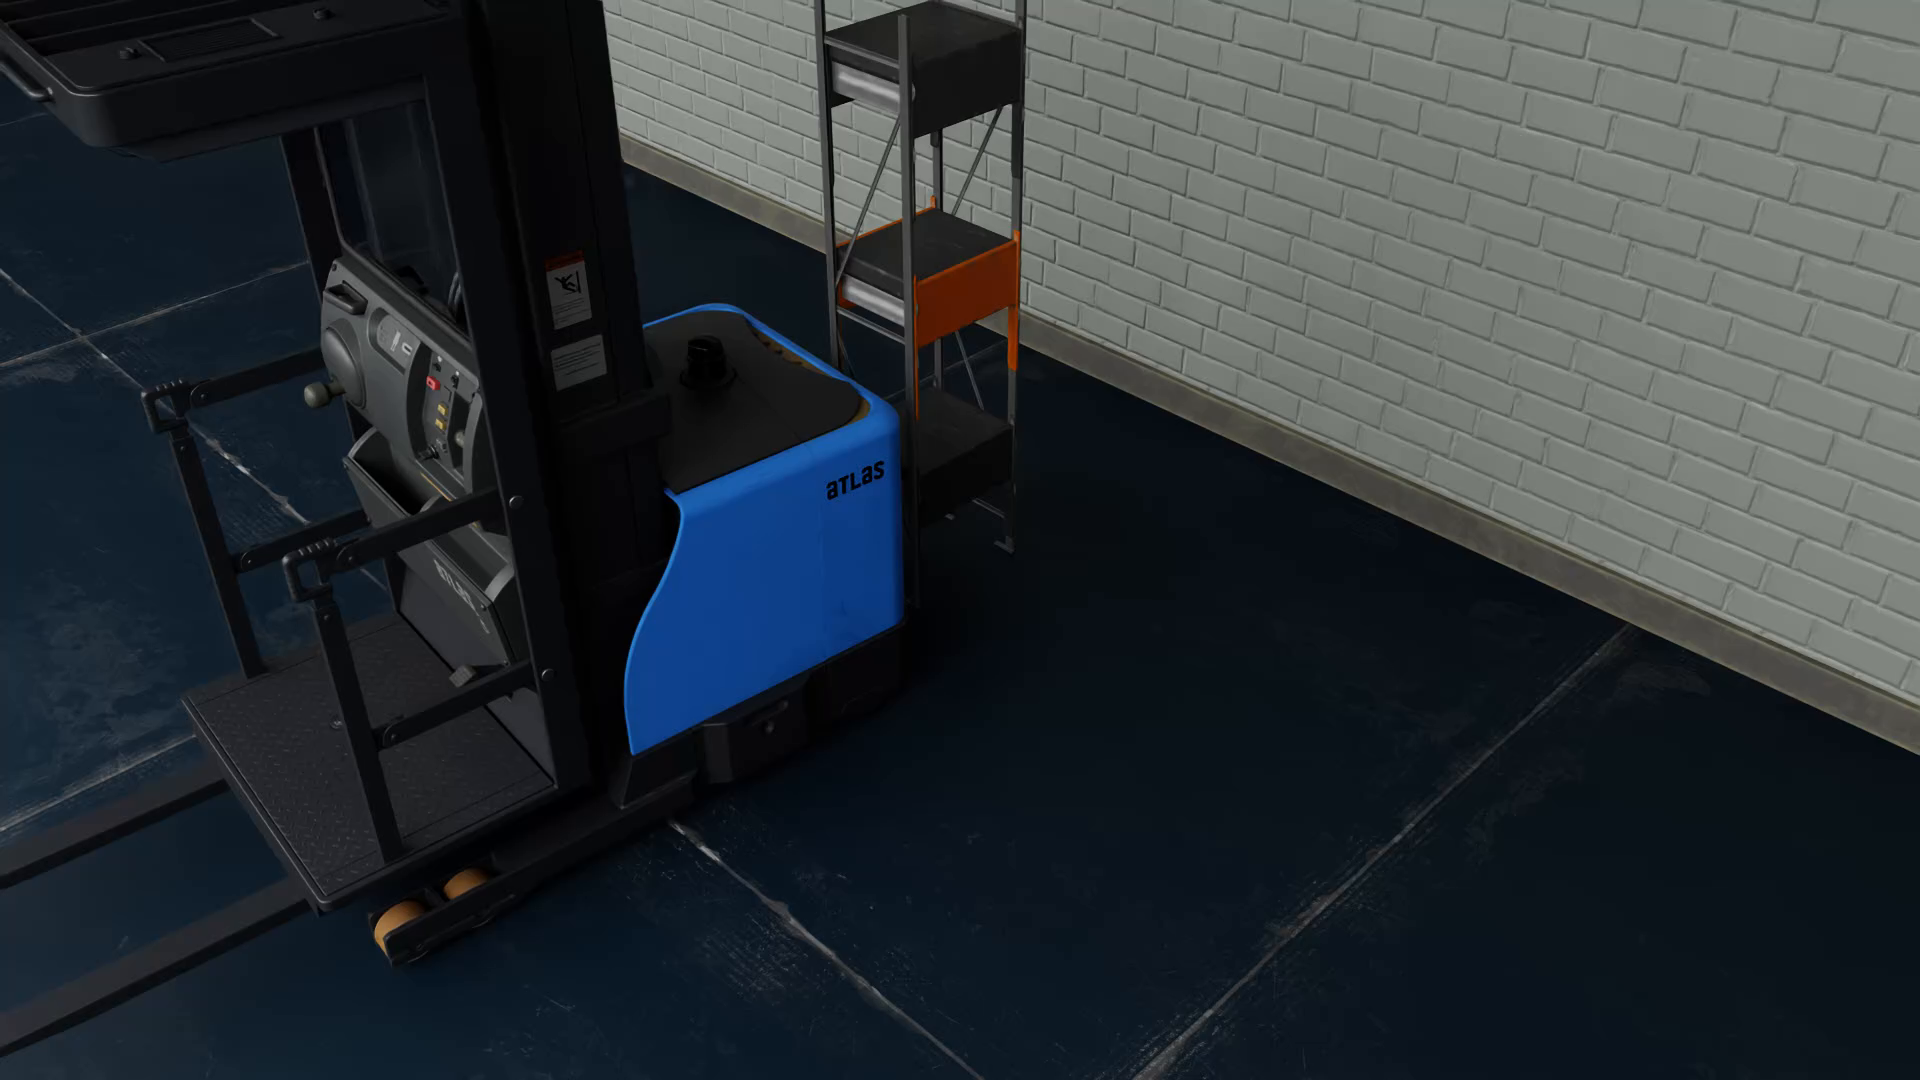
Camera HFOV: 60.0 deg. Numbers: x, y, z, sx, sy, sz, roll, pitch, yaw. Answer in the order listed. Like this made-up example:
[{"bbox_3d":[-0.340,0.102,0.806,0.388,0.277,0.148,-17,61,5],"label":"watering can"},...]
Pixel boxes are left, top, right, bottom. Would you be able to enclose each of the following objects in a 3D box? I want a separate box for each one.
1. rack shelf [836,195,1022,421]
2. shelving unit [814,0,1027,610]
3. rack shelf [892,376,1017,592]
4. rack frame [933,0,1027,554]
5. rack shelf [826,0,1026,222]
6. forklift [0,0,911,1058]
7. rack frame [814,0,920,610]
[{"bbox_3d":[-0.117,-0.783,5.561,0.431,0.518,0.480,30,45,35],"label":"rack shelf"},{"bbox_3d":[-0.117,-0.794,5.553,0.431,2.100,0.503,30,45,35],"label":"shelving unit"},{"bbox_3d":[-0.117,-0.209,5.961,0.431,0.518,0.480,30,45,35],"label":"rack shelf"},{"bbox_3d":[0.055,-0.893,5.695,0.400,2.100,0.015,30,45,35],"label":"rack frame"},{"bbox_3d":[-0.117,-1.357,5.160,0.431,0.518,0.480,30,45,35],"label":"rack shelf"},{"bbox_3d":[-1.620,-0.382,4.235,3.031,2.935,1.130,-25,42,-32],"label":"forklift"},{"bbox_3d":[-0.289,-0.695,5.411,0.400,2.100,0.015,30,45,35],"label":"rack frame"}]
